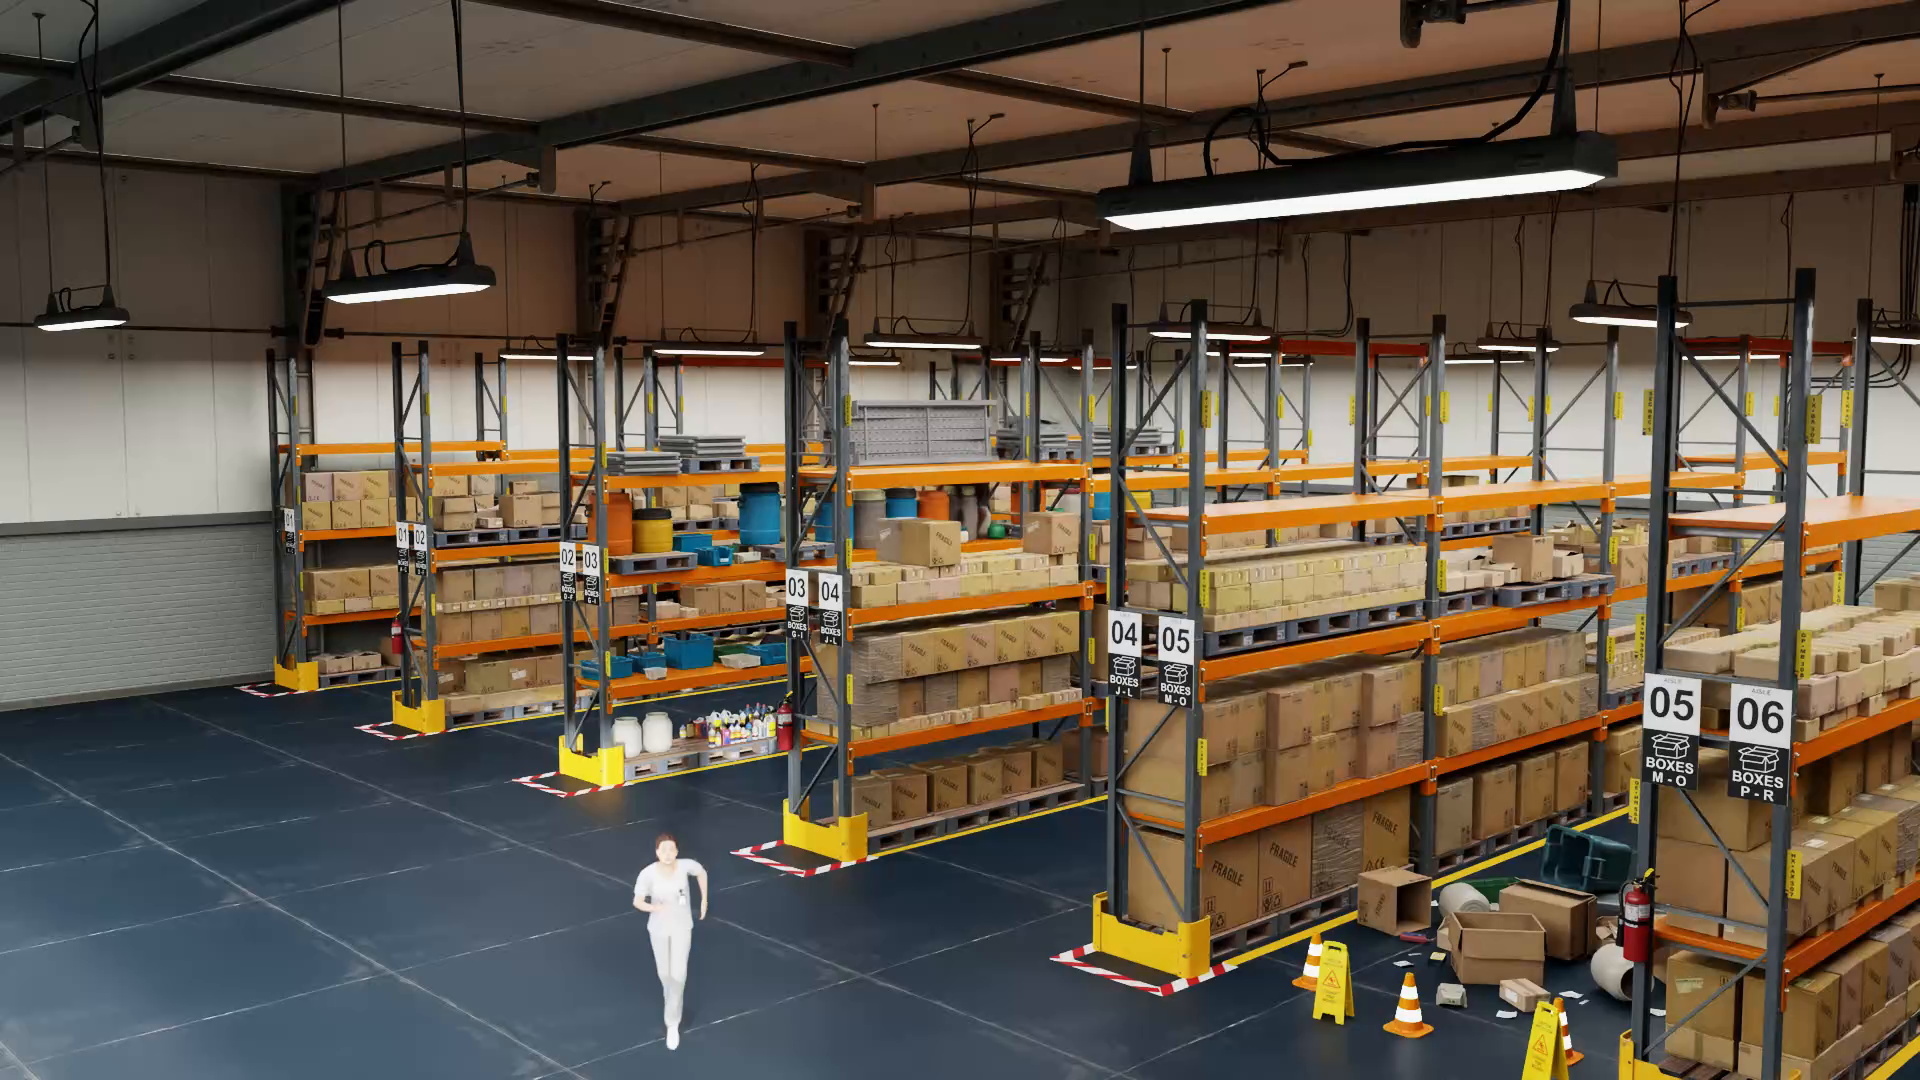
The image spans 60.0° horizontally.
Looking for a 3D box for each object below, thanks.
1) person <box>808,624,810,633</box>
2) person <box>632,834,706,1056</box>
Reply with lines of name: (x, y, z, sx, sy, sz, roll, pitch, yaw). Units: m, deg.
person: (-3.174, 1.431, 33.162, 0.642, 1.758, 0.855, 4, 6, 39)
person: (-2.342, 3.179, 13.424, 0.587, 1.707, 0.895, -1, 5, -11)
